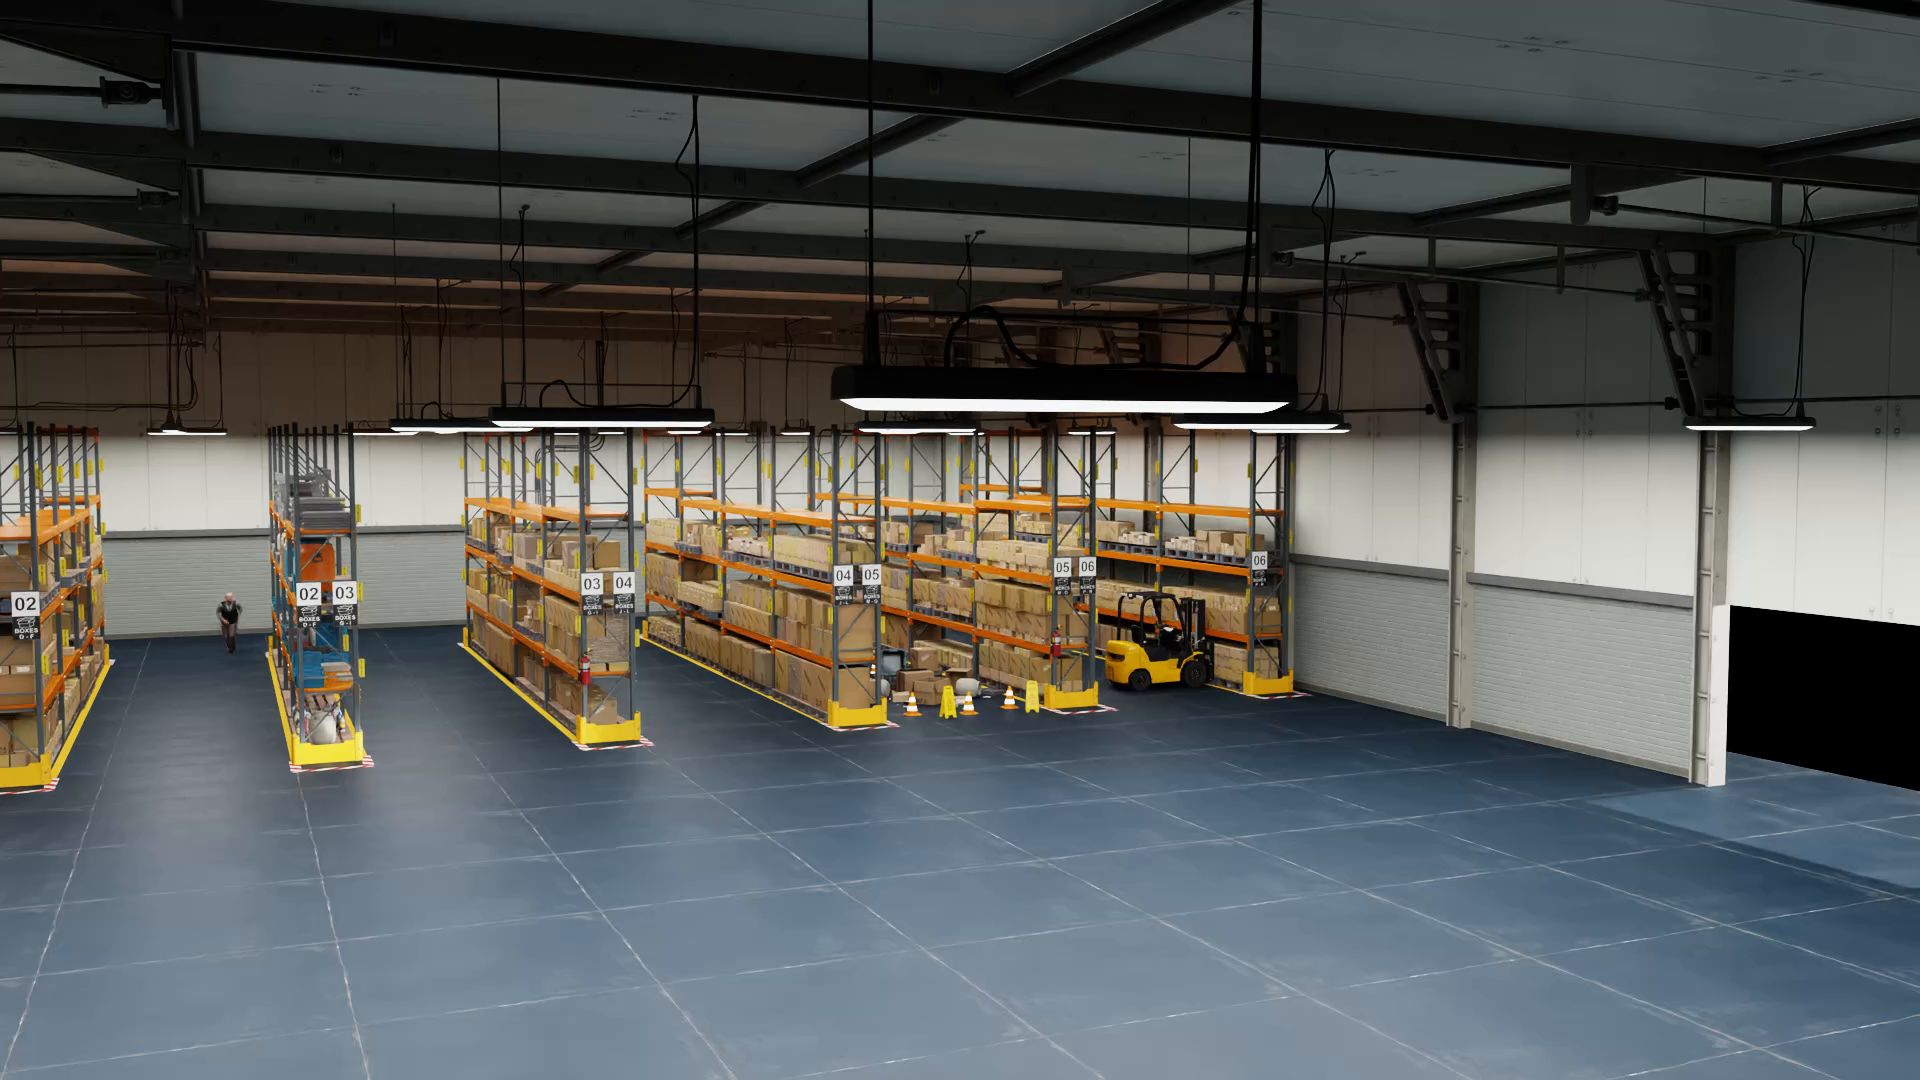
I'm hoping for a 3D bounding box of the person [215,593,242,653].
[{"bbox_3d":[-19.441,2.206,44.249,0.611,1.630,0.723,-1,4,-14],"label":"person"}]
